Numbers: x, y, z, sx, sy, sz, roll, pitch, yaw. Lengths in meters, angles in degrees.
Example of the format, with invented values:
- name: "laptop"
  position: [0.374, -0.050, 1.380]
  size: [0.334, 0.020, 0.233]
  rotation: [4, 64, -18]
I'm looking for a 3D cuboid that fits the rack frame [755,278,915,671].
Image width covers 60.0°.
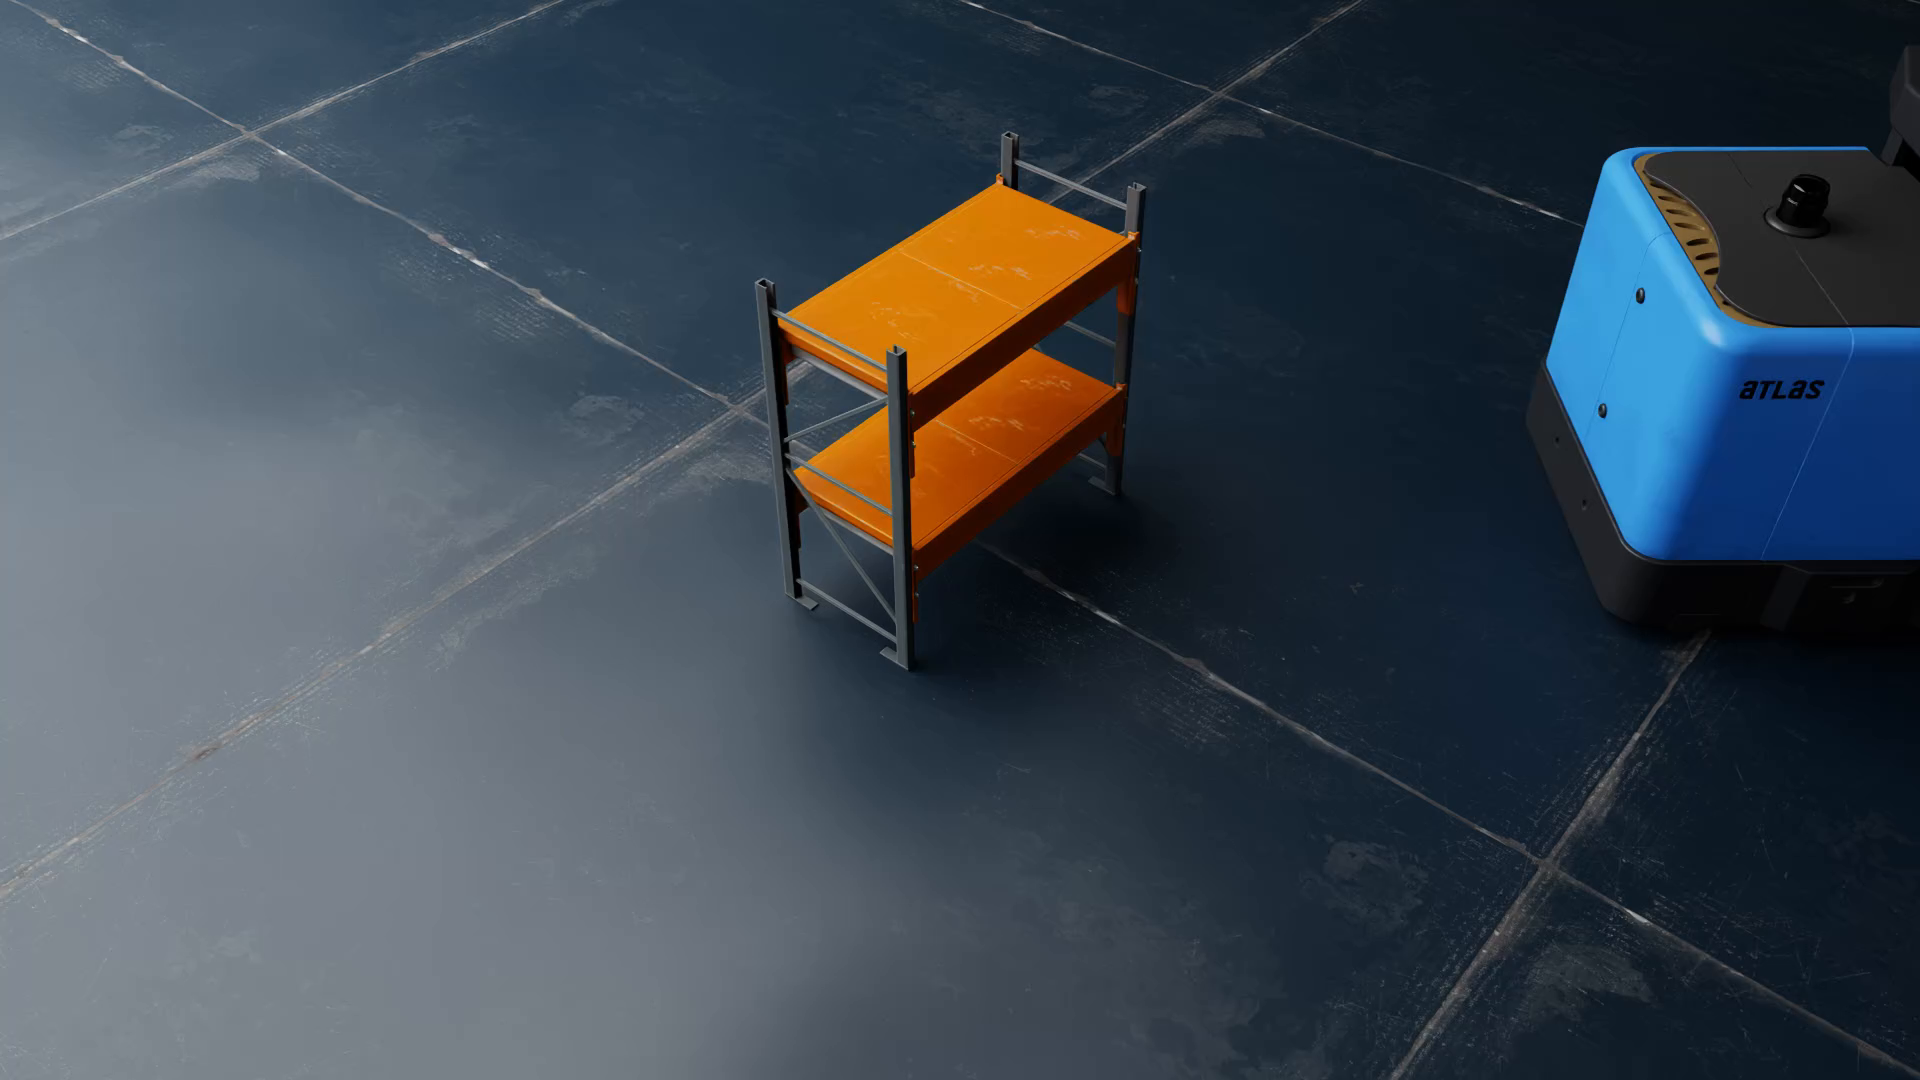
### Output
- name: "rack frame"
  position: [-0.331, -0.151, 4.580]
  size: [0.500, 1.125, 0.032]
  rotation: [29, 50, 28]

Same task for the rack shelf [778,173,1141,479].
- name: "rack shelf"
  position: [-0.004, -0.629, 4.671]
  size: [0.538, 0.278, 1.000]
  rotation: [29, 50, 28]

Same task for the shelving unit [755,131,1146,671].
- name: "shelving unit"
  position: [-0.004, -0.413, 4.868]
  size: [0.538, 1.125, 1.048]
  rotation: [29, 50, 28]

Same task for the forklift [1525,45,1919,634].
- name: "forklift"
  position: [3.413, -1.144, 4.330]
  size: [3.031, 2.935, 1.130]
  rotation: [0, 42, 0]

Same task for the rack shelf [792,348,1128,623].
- name: "rack shelf"
  position: [-0.004, -0.232, 5.032]
  size: [0.538, 0.278, 1.000]
  rotation: [29, 50, 28]

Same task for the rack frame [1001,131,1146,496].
- name: "rack frame"
  position: [0.323, -0.674, 5.156]
  size: [0.500, 1.125, 0.032]
  rotation: [29, 50, 28]
